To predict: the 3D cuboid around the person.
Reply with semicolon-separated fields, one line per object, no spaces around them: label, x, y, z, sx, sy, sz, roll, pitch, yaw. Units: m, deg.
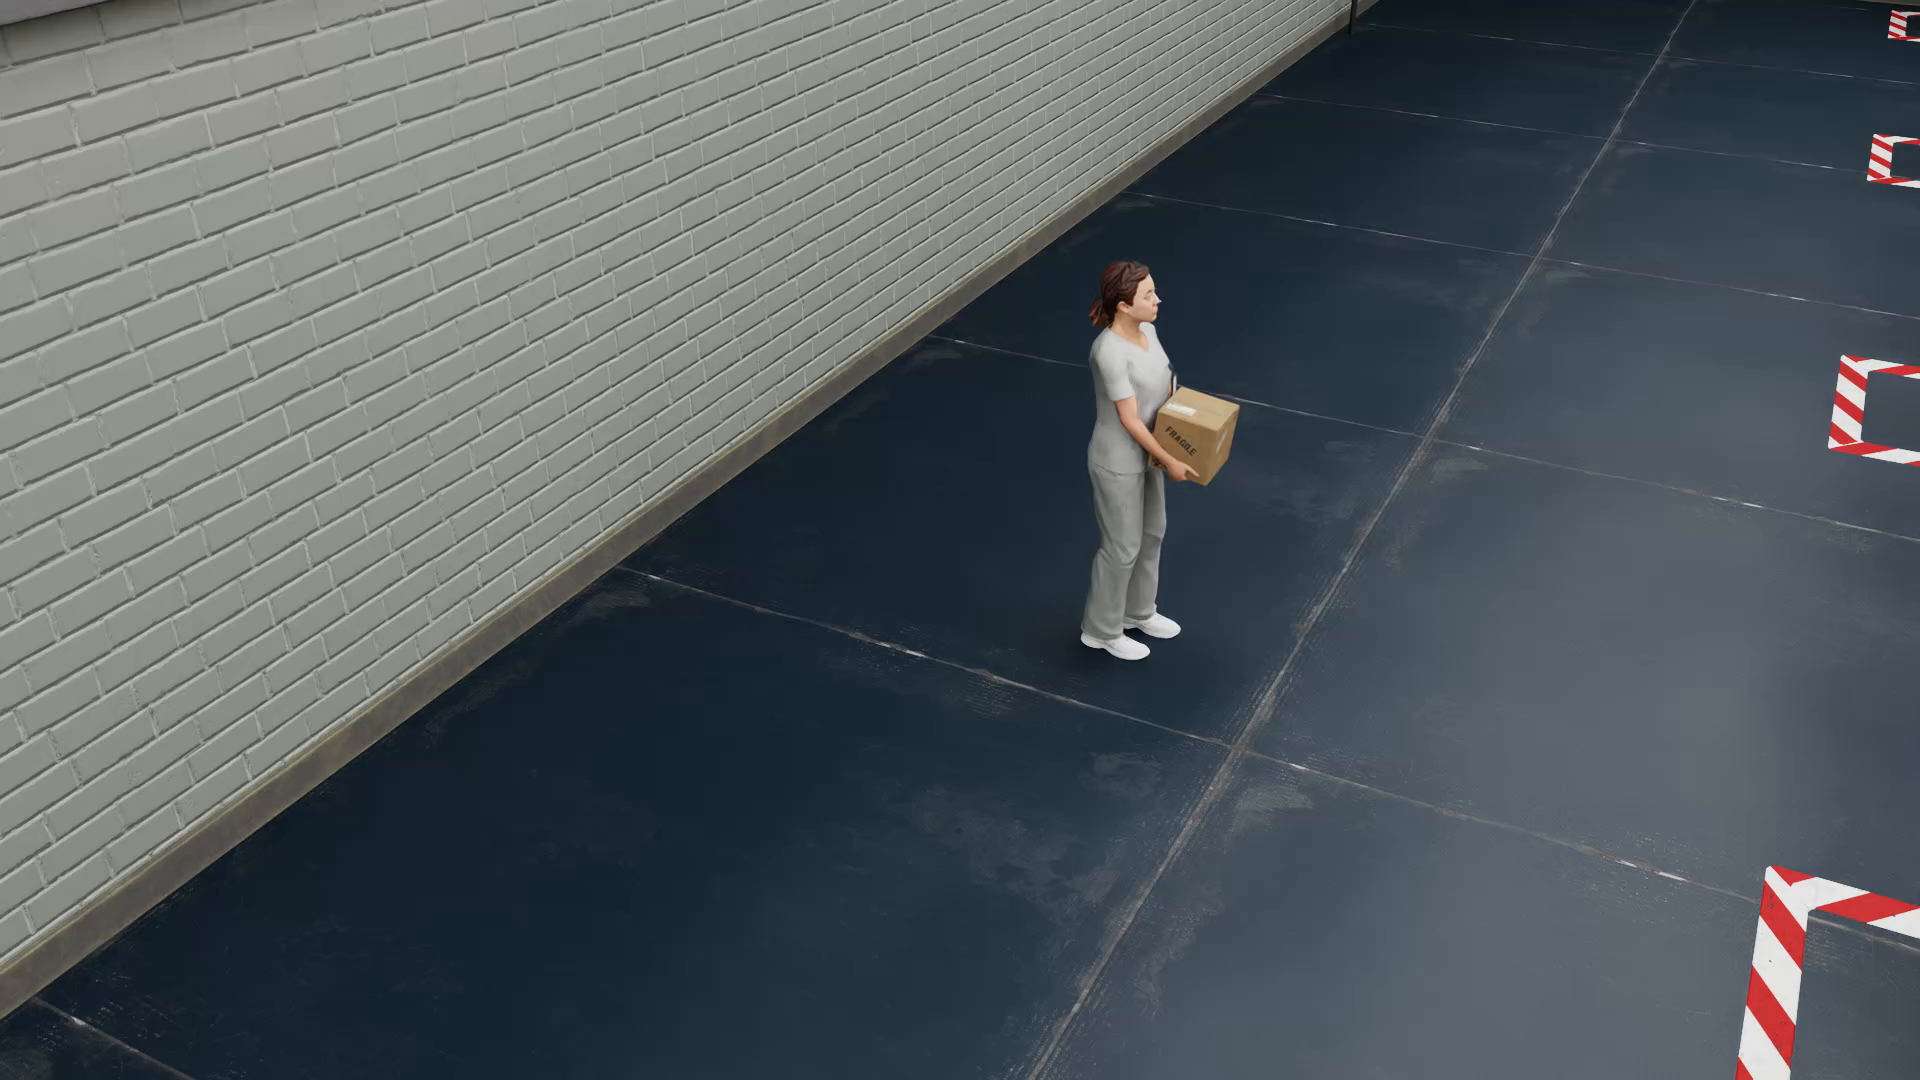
person;0.741;-0.302;6.662;0.548;1.667;0.434;15;33;24
